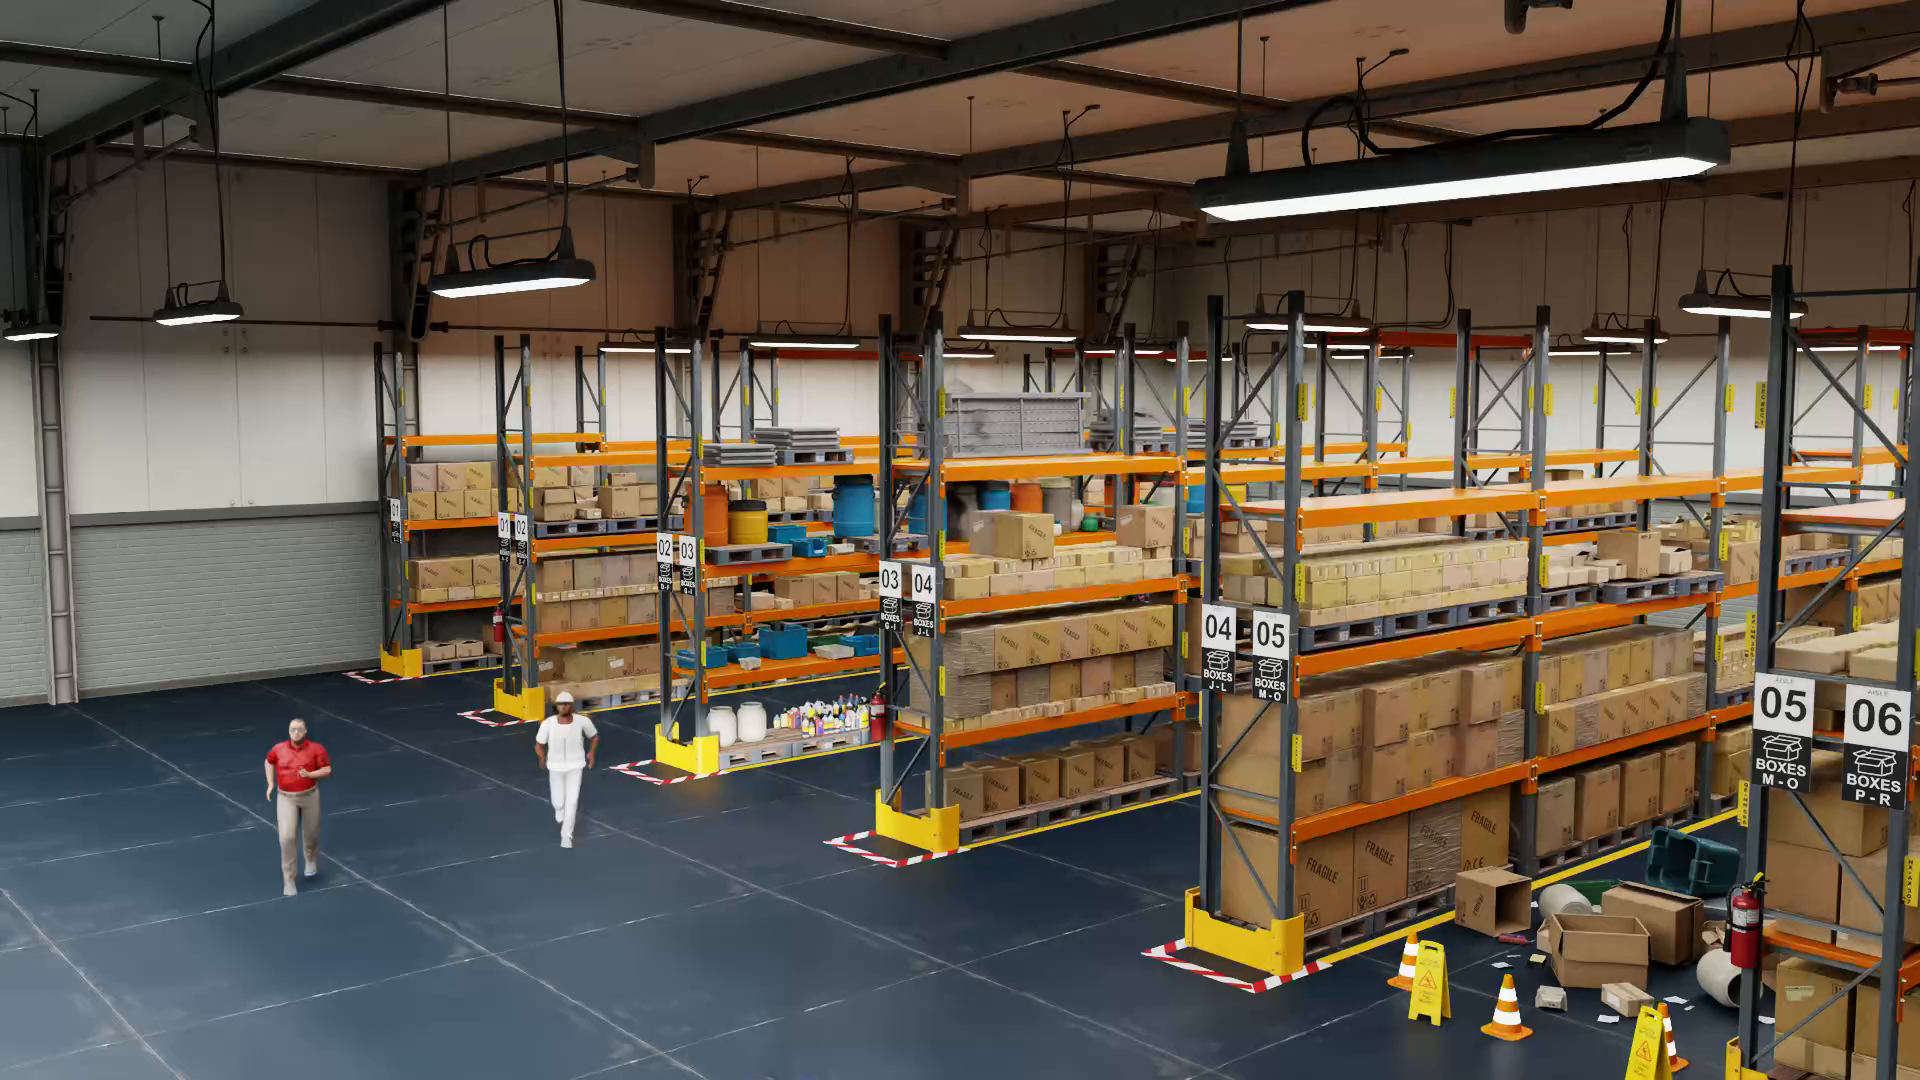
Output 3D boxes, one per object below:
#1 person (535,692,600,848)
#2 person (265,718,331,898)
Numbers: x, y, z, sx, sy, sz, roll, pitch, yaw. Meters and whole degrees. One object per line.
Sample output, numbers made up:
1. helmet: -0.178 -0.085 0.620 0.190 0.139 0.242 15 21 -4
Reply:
1. person: -4.472 2.591 18.950 0.712 1.733 0.832 -1 5 -10
2. person: -6.847 2.736 17.231 0.640 1.788 0.800 -2 6 -21
